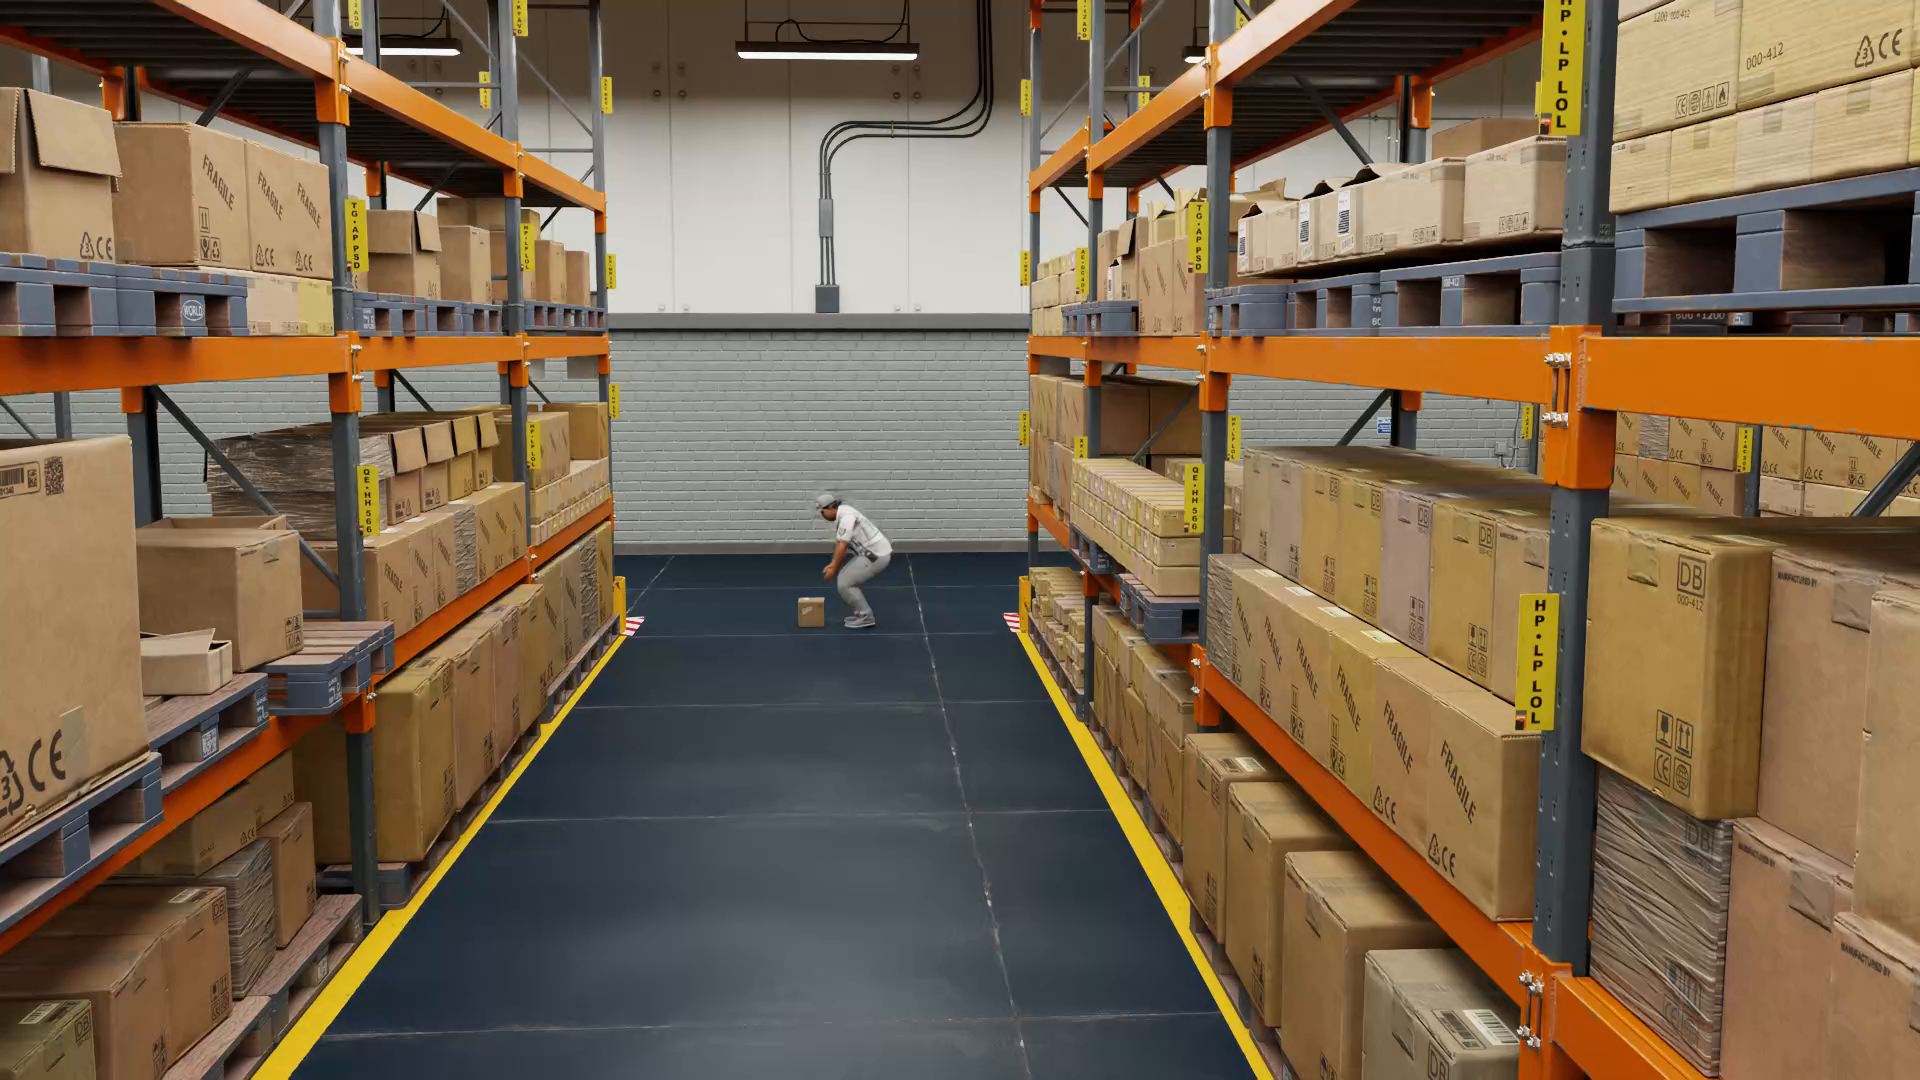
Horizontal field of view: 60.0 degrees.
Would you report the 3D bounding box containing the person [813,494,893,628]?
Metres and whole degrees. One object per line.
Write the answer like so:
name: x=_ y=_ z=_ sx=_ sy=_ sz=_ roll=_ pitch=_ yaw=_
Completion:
person: x=-1.042 y=0.197 z=16.201 sx=0.774 sy=1.294 sz=0.537 roll=0 pitch=7 yaw=-4
